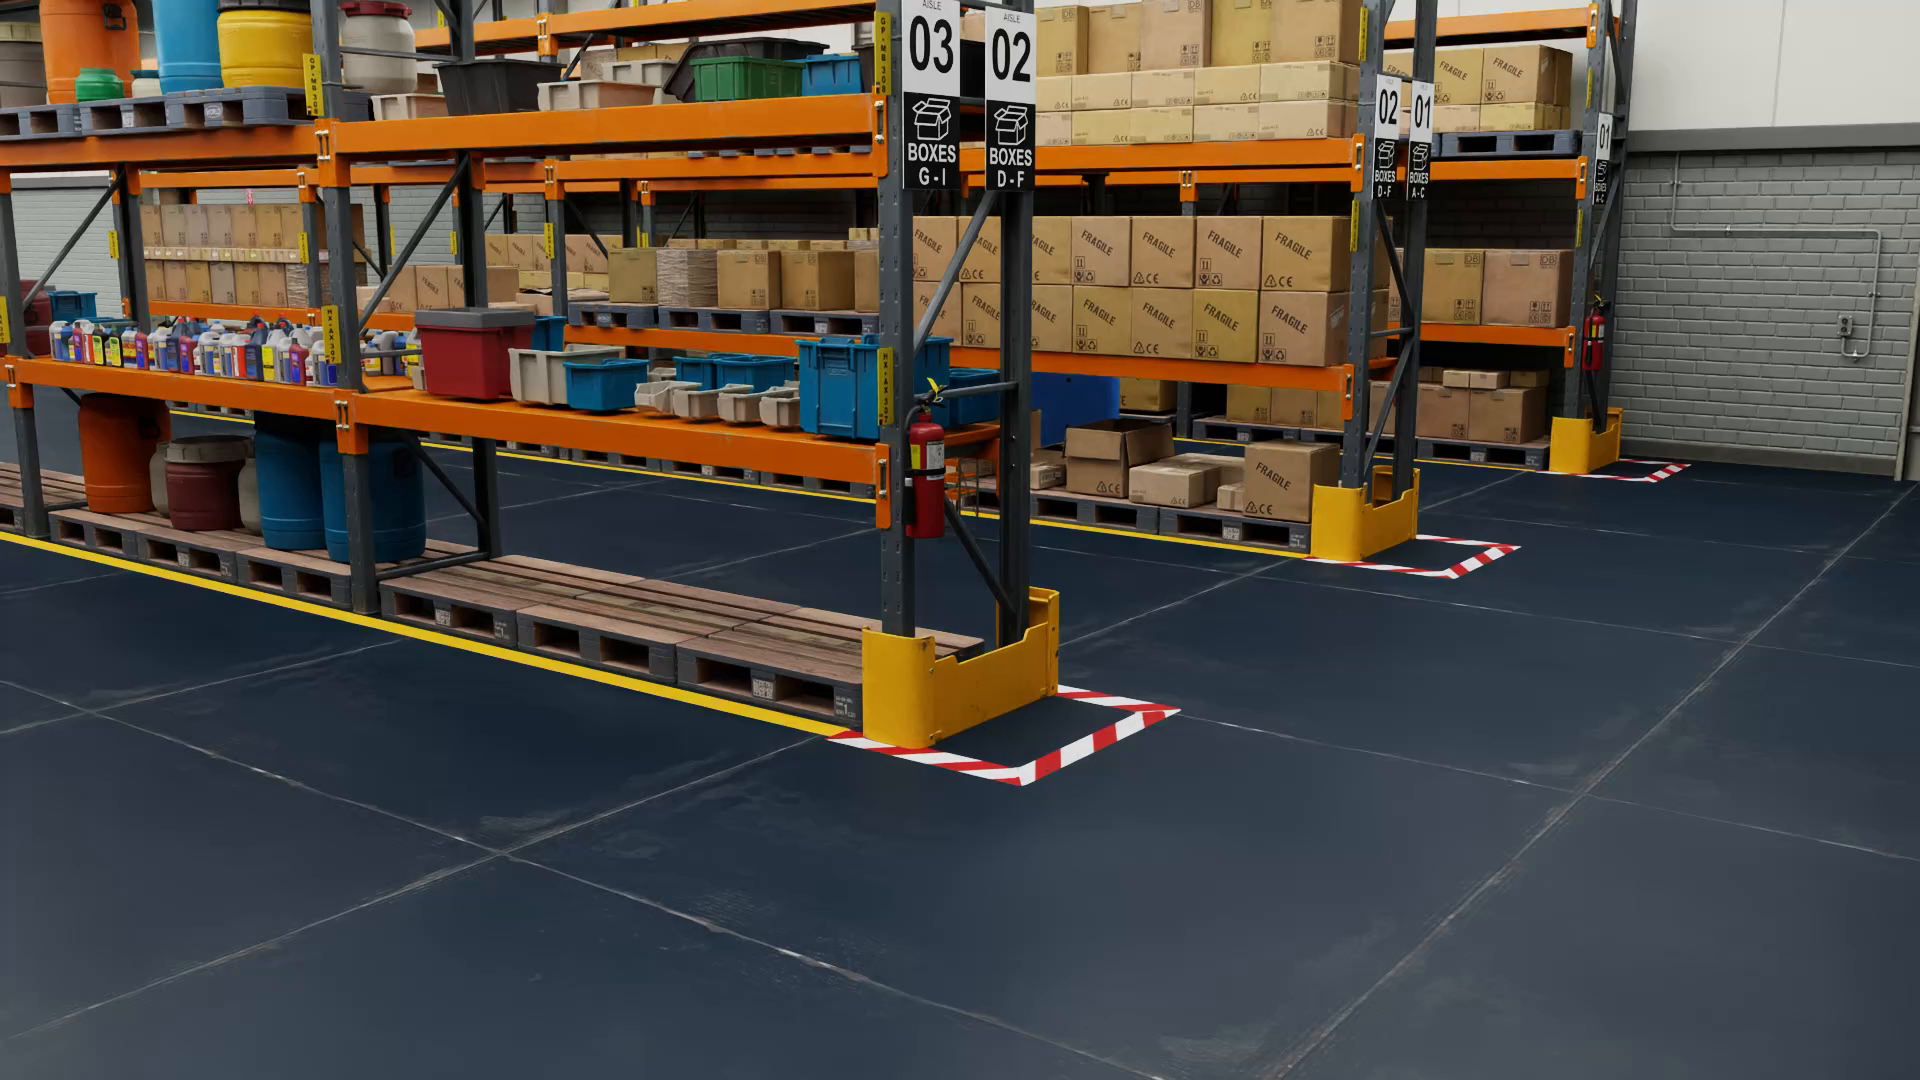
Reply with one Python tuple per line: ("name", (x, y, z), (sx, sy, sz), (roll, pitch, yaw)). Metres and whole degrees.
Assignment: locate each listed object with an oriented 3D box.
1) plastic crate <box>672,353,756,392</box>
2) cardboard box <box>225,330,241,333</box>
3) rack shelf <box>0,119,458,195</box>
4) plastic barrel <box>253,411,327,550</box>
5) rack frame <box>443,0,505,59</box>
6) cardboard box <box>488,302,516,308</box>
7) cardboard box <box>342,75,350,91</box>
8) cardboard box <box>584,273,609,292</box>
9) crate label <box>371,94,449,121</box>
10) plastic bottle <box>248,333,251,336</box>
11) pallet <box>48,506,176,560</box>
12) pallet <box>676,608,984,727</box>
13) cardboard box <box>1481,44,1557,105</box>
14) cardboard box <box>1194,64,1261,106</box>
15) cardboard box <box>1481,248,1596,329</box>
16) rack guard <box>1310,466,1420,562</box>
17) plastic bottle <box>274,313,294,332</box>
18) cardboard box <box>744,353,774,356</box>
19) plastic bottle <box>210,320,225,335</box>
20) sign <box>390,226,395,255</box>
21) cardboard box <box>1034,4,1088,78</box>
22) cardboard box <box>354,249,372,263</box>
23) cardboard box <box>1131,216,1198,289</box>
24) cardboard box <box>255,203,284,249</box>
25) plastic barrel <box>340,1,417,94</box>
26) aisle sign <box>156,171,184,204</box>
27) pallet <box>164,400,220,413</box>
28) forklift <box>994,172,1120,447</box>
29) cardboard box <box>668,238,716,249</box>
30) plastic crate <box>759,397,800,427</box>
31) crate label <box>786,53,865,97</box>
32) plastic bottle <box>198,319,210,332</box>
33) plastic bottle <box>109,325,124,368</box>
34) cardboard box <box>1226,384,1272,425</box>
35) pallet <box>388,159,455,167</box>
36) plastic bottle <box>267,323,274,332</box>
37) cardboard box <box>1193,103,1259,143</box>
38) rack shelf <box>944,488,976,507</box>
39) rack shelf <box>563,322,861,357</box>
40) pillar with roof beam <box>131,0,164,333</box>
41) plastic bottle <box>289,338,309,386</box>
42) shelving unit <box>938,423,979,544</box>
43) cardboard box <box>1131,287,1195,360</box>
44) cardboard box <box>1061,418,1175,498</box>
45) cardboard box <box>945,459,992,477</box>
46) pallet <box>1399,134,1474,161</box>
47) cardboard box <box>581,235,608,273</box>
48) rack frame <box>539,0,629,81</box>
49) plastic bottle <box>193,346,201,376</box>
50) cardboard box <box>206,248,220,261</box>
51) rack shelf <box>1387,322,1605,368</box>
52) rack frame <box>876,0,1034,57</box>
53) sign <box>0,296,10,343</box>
("plastic crate", (-1.311, -0.867, 8.894), (0.300, 0.233, 0.416), (8, 13, 36))
("cardboard box", (-8.850, -2.236, 19.849), (0.500, 0.500, 0.500), (8, 13, 36))
("rack shelf", (-4.840, -2.453, 10.811), (4.000, 0.370, 1.077), (8, 13, 36))
("plastic barrel", (-4.227, -0.428, 10.766), (0.708, 0.901, 0.600), (8, 13, 36))
("rack frame", (-7.036, -6.920, 24.109), (0.127, 3.000, 1.000), (8, 13, 36))
("cardboard box", (-4.578, -2.328, 16.828), (0.250, 0.149, 0.380), (9, 14, 40))
("cardboard box", (-6.267, -4.664, 17.660), (0.500, 0.500, 0.500), (8, 14, 36))
("cardboard box", (-4.770, -3.525, 22.698), (0.500, 0.250, 0.500), (8, 14, 36))
("crate label", (-3.005, -2.353, 9.092), (0.466, 0.136, 0.293), (8, 13, 36))
("plastic bottle", (-4.487, -1.175, 10.544), (0.097, 0.271, 0.097), (0, 11, 0))
("pallet", (-5.792, -0.107, 12.029), (1.213, 0.211, 1.003), (8, 13, 36))
("pallet", (-0.646, 0.611, 8.315), (1.213, 0.211, 1.003), (8, 13, 36))
("cardboard box", (5.109, -4.239, 15.198), (0.500, 0.500, 0.500), (8, 13, 35))
("cardboard box", (1.963, -3.137, 11.527), (0.500, 0.250, 0.500), (8, 13, 36))
("cardboard box", (5.443, -2.379, 15.640), (0.700, 0.700, 0.980), (9, 14, 38))
("rack guard", (2.870, -0.199, 11.740), (0.348, 0.500, 1.175), (8, 13, 36))
("plastic bottle", (-4.592, -1.366, 11.322), (0.185, 0.351, 0.144), (8, 13, 36))
("cardboard box", (-2.375, -2.320, 21.546), (0.500, 0.500, 0.700), (8, 14, 36))
("plastic bottle", (-5.291, -1.430, 11.862), (0.097, 0.271, 0.097), (0, 11, 0))
("sign", (-6.428, -3.380, 18.764), (0.005, 0.325, 0.100), (8, 13, 36))
("cardboard box", (0.847, -3.698, 12.452), (0.500, 0.500, 0.700), (8, 13, 36))
("cardboard box", (-6.843, -3.194, 18.670), (0.250, 0.149, 0.380), (8, 13, 35))
("cardboard box", (1.581, -2.079, 11.985), (0.500, 0.500, 0.500), (8, 14, 37))
("cardboard box", (-7.510, -3.558, 18.844), (0.500, 0.500, 0.700), (8, 13, 35))
("plastic barrel", (-3.504, -2.952, 10.032), (0.433, 0.535, 0.433), (0, 11, 0))
("aisle sign", (-9.844, -4.545, 20.780), (0.004, 0.787, 0.394), (8, 13, 36))
("pallet", (-9.324, -1.768, 20.610), (1.213, 0.211, 1.003), (8, 13, 36))
("forklift", (0.875, -2.228, 15.832), (1.130, 2.935, 3.031), (0, 11, 0))
("cardboard box", (-3.422, -3.728, 21.980), (0.500, 0.500, 0.700), (8, 14, 36))
("plastic crate", (-0.768, -0.623, 7.890), (0.243, 0.136, 0.396), (8, 13, 36))
("crate label", (-0.556, -2.212, 8.062), (0.502, 0.251, 0.408), (8, 13, 36))
("plastic bottle", (-5.448, -1.452, 11.976), (0.097, 0.271, 0.097), (0, 11, 0))
("plastic bottle", (-5.655, -1.303, 11.176), (0.133, 0.283, 0.061), (8, 13, 36))
("cardboard box", (3.178, -1.505, 17.387), (0.500, 0.500, 0.700), (8, 14, 36))
("pallet", (-5.020, -3.885, 16.811), (1.213, 0.211, 1.003), (9, 14, 38))
("plastic bottle", (-4.732, -1.348, 11.406), (0.133, 0.283, 0.061), (8, 13, 36))
("cardboard box", (1.964, -2.892, 11.577), (0.500, 0.250, 0.500), (8, 13, 36))
("rack shelf", (-0.012, -0.311, 11.978), (0.180, 0.103, 0.258), (8, 13, 36))
("rack shelf", (-1.905, -1.739, 15.013), (4.000, 0.370, 1.077), (8, 13, 36))
("pillar with roof beam", (-18.180, -7.664, 27.953), (0.548, 9.000, 9.100), (8, 13, 36))
("plastic bottle", (-3.950, -1.066, 9.948), (0.133, 0.283, 0.061), (8, 13, 36))
("shelving unit", (-0.012, -0.591, 11.924), (0.189, 1.200, 0.258), (8, 13, 36))
("cardboard box", (1.590, -1.590, 12.086), (0.500, 0.500, 0.500), (8, 14, 36))
("cardboard box", (1.224, -0.647, 12.890), (0.637, 0.503, 0.797), (8, 13, 36))
("cardboard box", (-0.083, -0.683, 13.581), (0.500, 0.311, 0.500), (8, 13, 36))
("pallet", (4.269, -3.824, 16.235), (1.213, 0.211, 1.003), (8, 13, 36))
("cardboard box", (-4.782, -3.891, 22.611), (0.500, 0.500, 0.500), (8, 13, 35))
("rack frame", (-3.517, -5.262, 15.537), (0.127, 3.000, 1.000), (8, 13, 36))
("plastic bottle", (-4.843, -1.154, 10.621), (0.097, 0.201, 0.097), (0, 11, 0))
("cardboard box", (-8.538, -3.334, 19.393), (0.250, 0.149, 0.380), (8, 14, 36))
("rack shelf", (4.248, -2.048, 16.611), (4.000, 0.370, 1.077), (8, 13, 36))
("rack frame", (-0.004, -3.605, 6.971), (0.127, 3.000, 1.000), (8, 13, 36))
("sign", (-6.772, -1.554, 11.735), (0.005, 0.325, 0.100), (8, 13, 36))
